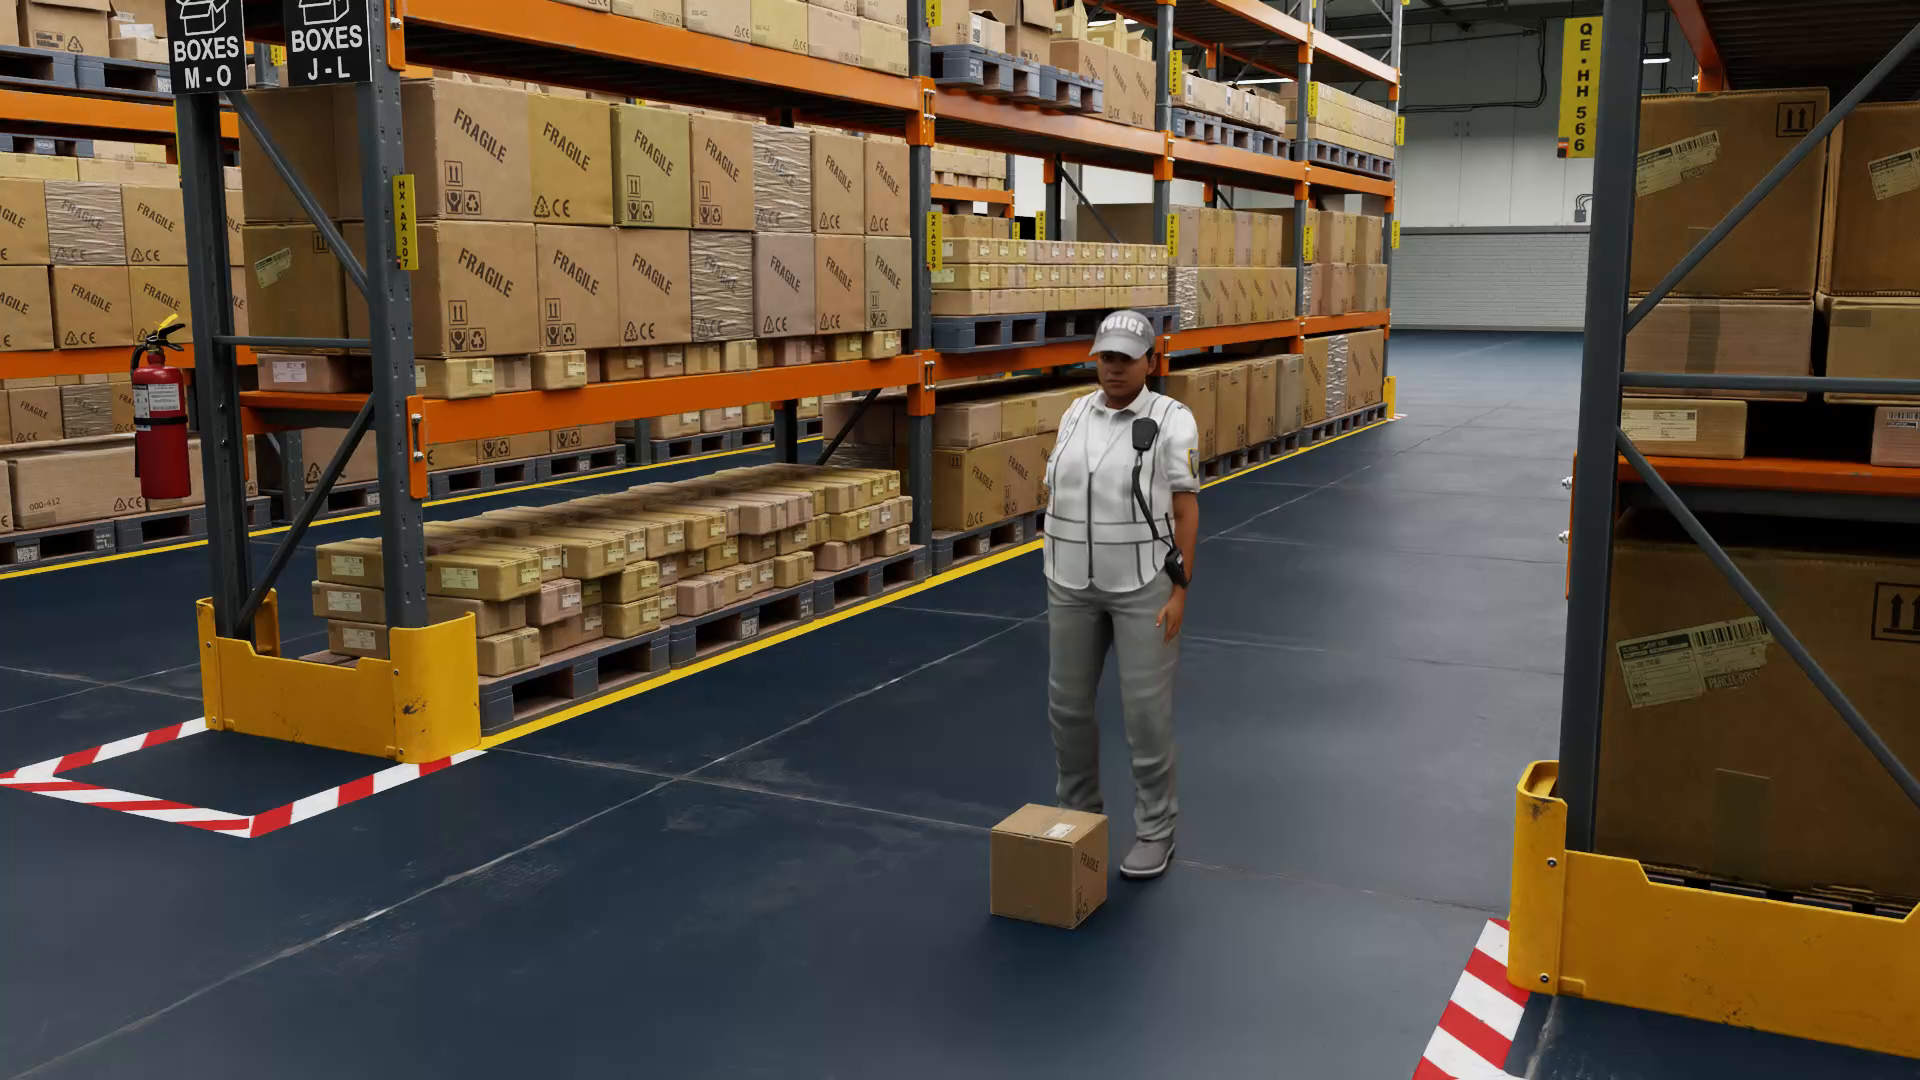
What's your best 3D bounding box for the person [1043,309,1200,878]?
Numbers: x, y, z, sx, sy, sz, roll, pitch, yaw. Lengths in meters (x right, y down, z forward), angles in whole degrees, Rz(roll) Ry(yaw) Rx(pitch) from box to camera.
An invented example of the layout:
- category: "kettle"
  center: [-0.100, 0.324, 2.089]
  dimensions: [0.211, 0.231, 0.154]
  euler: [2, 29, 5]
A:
- category: "person"
  center: [0.470, 0.165, 4.945]
  dimensions: [0.468, 1.684, 0.390]
  euler: [5, 10, 27]
